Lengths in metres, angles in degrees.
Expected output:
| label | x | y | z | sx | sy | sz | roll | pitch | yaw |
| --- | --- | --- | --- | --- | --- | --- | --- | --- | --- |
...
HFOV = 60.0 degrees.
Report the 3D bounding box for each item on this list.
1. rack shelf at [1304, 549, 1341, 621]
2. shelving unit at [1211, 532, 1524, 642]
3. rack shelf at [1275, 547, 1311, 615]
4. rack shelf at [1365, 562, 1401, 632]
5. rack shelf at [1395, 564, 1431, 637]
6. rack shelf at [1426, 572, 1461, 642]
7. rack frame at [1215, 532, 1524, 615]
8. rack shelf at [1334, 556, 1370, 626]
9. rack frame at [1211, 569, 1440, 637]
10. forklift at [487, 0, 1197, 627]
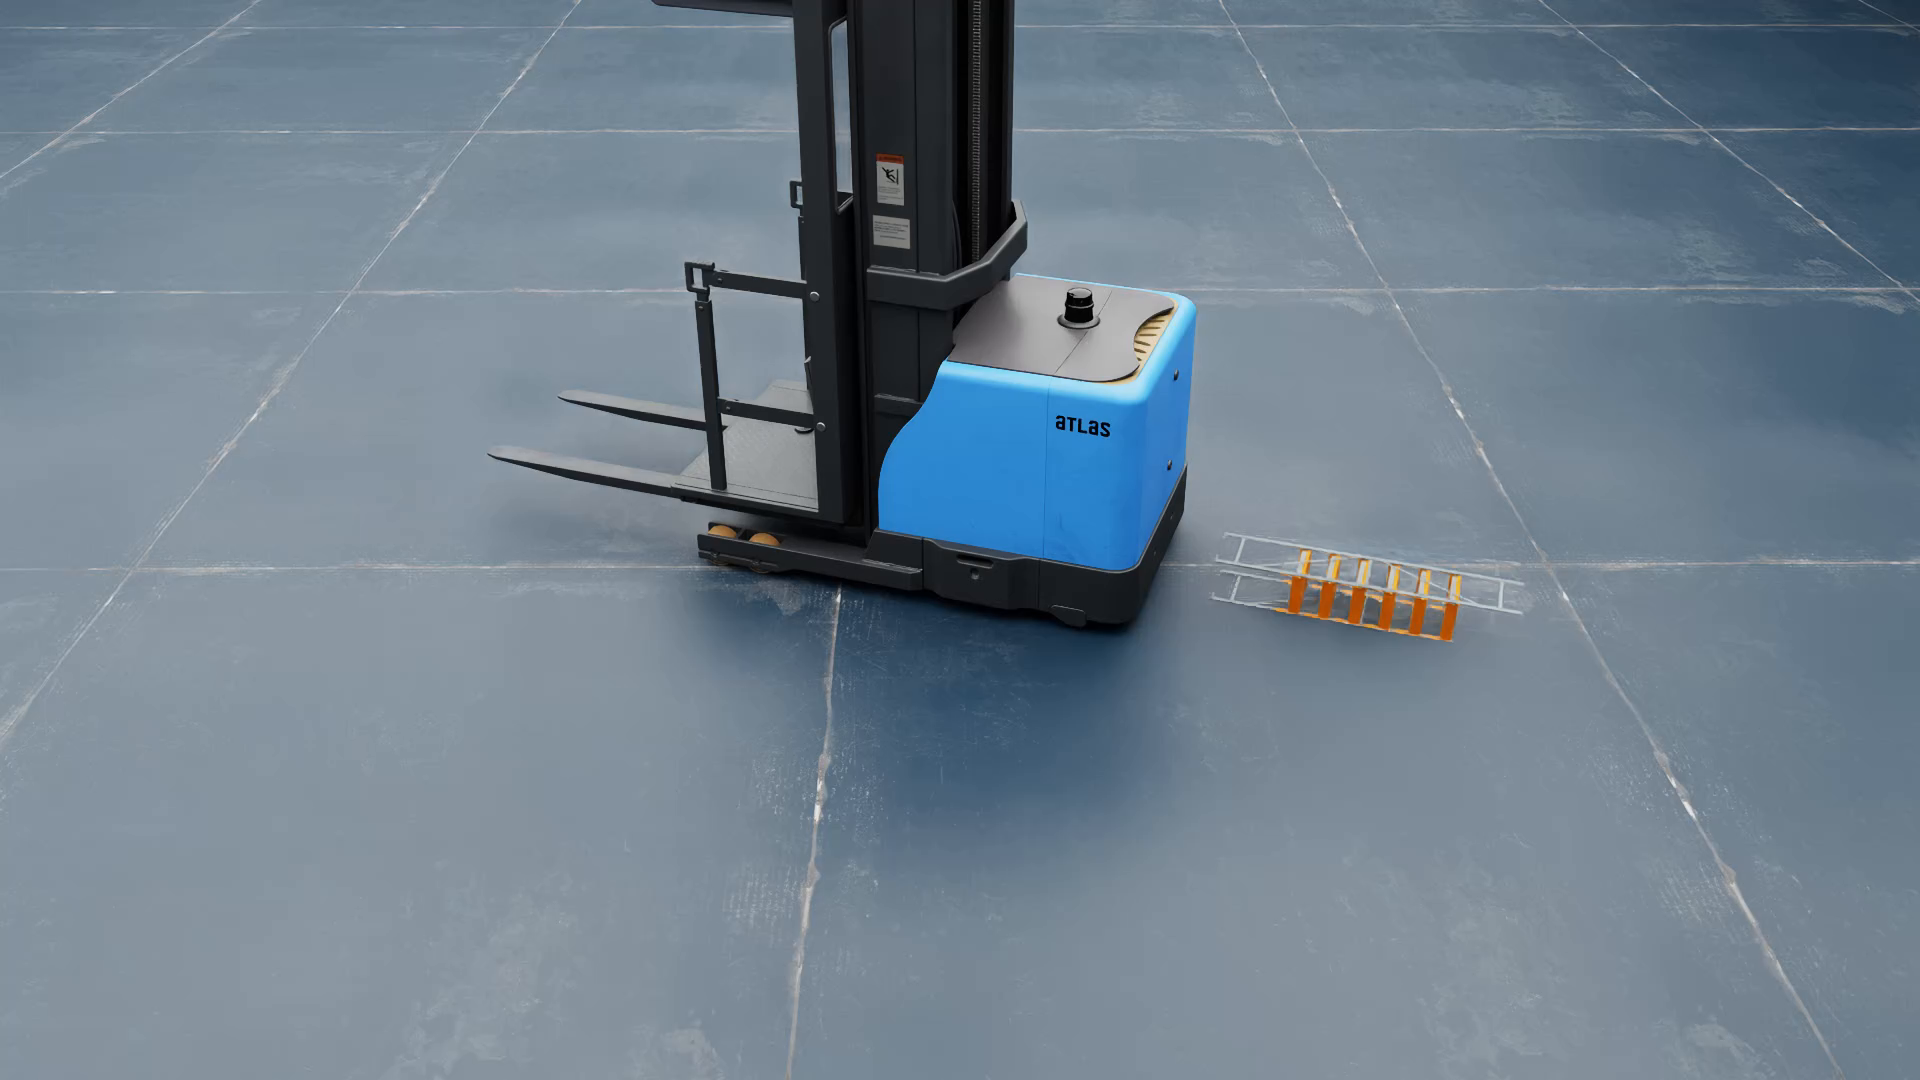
| label | x | y | z | sx | sy | sz | roll | pitch | yaw |
| --- | --- | --- | --- | --- | --- | --- | --- | --- | --- |
| rack shelf | 1.482 | 0.180 | 6.773 | 0.103 | 0.180 | 0.258 | 10 | 33 | 15 |
| shelving unit | 1.639 | 0.208 | 6.731 | 1.200 | 0.189 | 0.258 | 10 | 33 | 15 |
| rack shelf | 1.368 | 0.160 | 6.804 | 0.103 | 0.180 | 0.258 | 10 | 33 | 15 |
| rack shelf | 1.711 | 0.220 | 6.711 | 0.103 | 0.180 | 0.258 | 10 | 33 | 15 |
| rack shelf | 1.825 | 0.241 | 6.680 | 0.103 | 0.180 | 0.258 | 10 | 33 | 15 |
| rack shelf | 1.939 | 0.261 | 6.649 | 0.103 | 0.180 | 0.258 | 10 | 33 | 15 |
| rack frame | 1.640 | 0.130 | 6.683 | 1.200 | 0.006 | 0.240 | 10 | 33 | 15 |
| rack shelf | 1.596 | 0.200 | 6.742 | 0.103 | 0.180 | 0.258 | 10 | 33 | 15 |
| rack frame | 1.638 | 0.286 | 6.778 | 1.200 | 0.006 | 0.240 | 10 | 33 | 15 |
| forklift | -0.588 | -1.359 | 6.664 | 3.031 | 2.935 | 1.130 | 10 | 33 | 16 |
